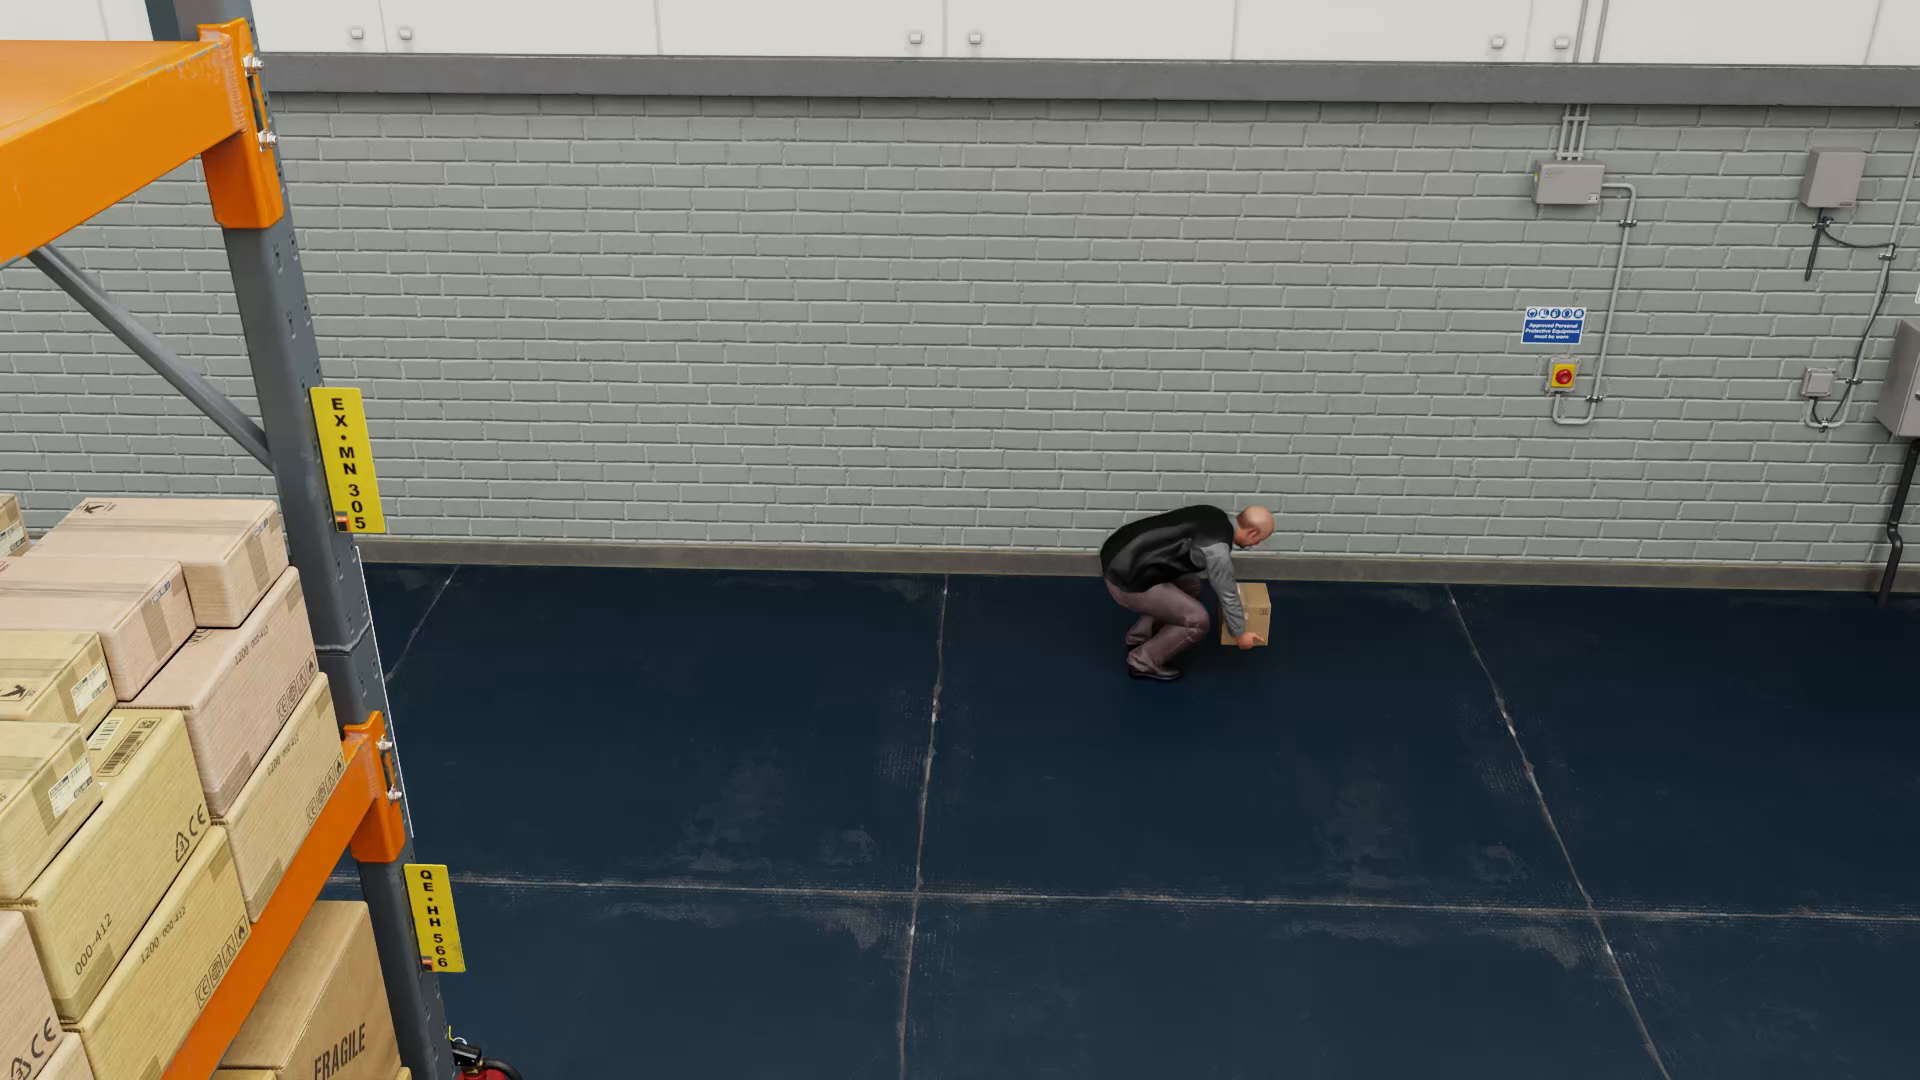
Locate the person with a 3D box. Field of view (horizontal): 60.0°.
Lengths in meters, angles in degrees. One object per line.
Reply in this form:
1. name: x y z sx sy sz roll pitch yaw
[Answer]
1. person: 1.211 0.259 8.987 0.915 0.953 0.516 0 28 0
